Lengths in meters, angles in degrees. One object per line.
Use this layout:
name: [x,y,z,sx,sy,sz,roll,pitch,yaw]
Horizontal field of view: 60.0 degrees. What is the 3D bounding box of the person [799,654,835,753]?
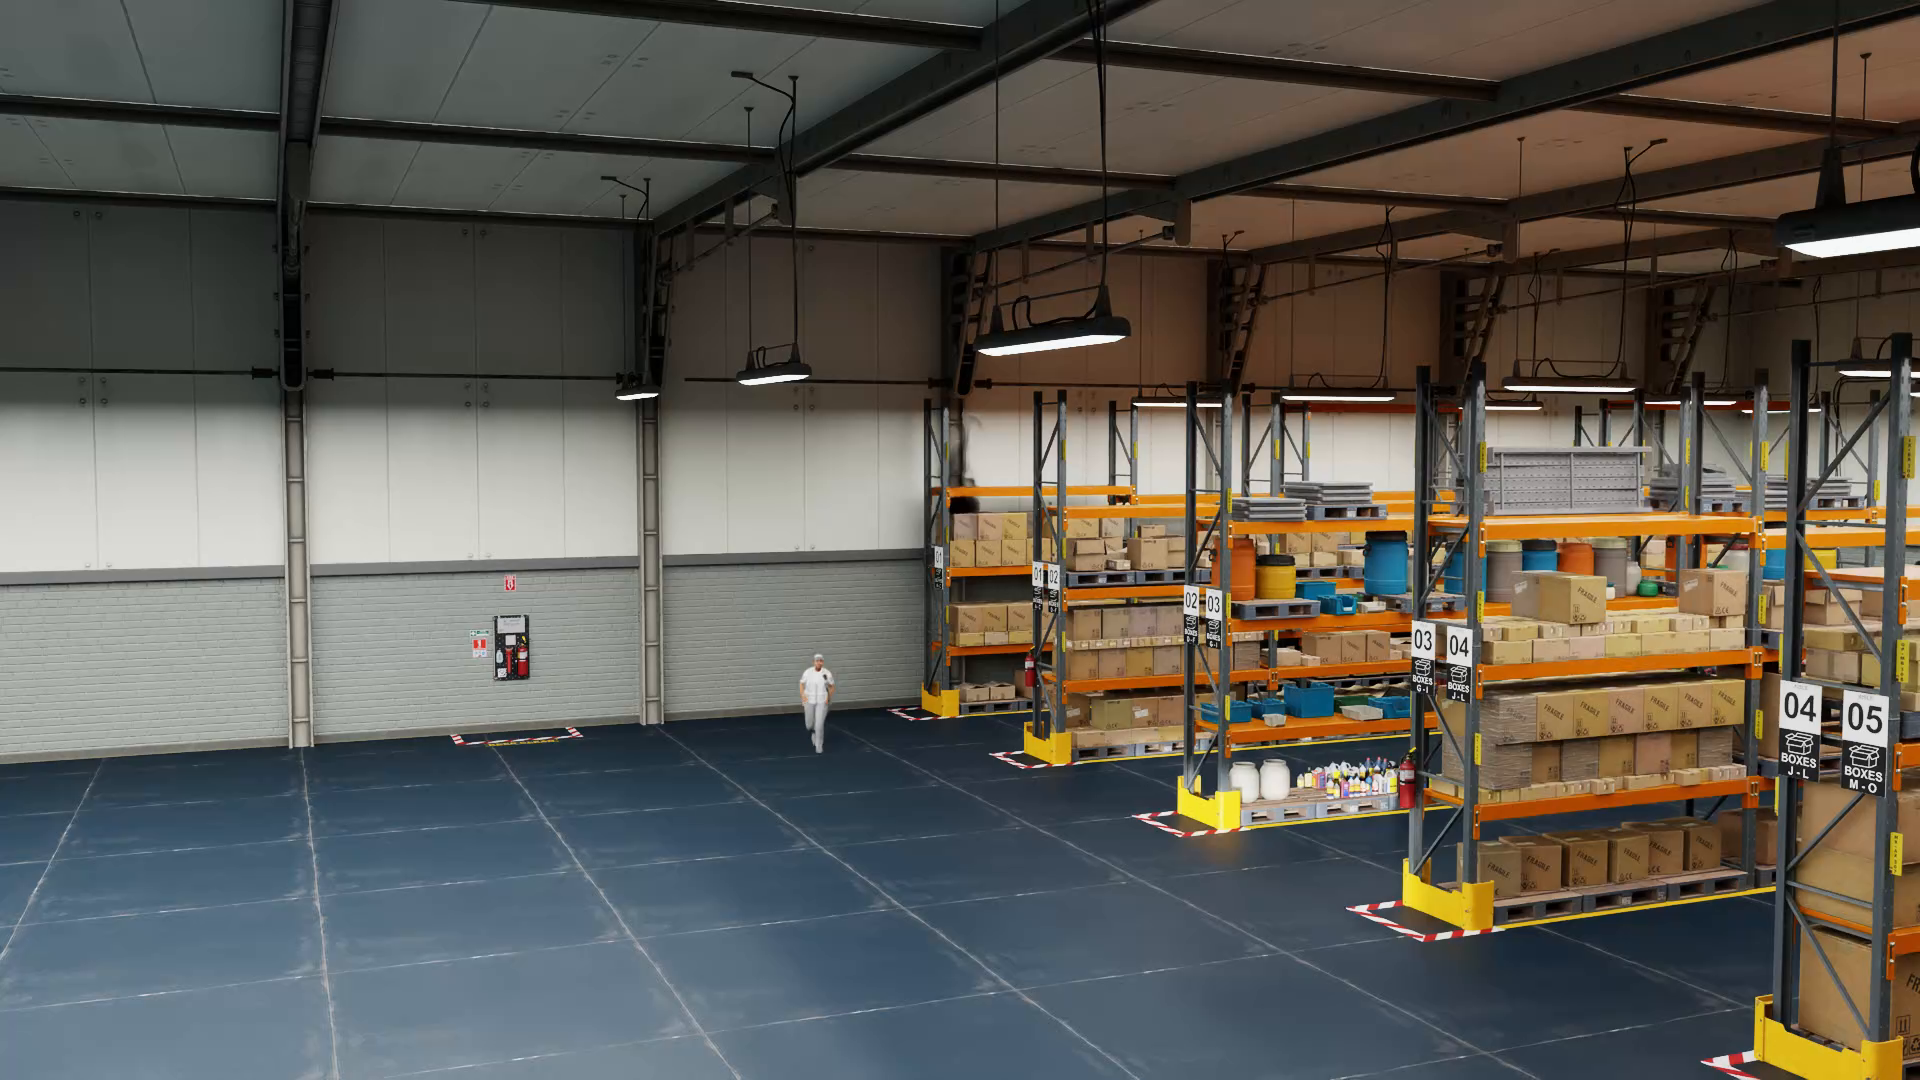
person: [-2.392,2.722,27.846,0.603,1.639,0.535,0,3,-2]
